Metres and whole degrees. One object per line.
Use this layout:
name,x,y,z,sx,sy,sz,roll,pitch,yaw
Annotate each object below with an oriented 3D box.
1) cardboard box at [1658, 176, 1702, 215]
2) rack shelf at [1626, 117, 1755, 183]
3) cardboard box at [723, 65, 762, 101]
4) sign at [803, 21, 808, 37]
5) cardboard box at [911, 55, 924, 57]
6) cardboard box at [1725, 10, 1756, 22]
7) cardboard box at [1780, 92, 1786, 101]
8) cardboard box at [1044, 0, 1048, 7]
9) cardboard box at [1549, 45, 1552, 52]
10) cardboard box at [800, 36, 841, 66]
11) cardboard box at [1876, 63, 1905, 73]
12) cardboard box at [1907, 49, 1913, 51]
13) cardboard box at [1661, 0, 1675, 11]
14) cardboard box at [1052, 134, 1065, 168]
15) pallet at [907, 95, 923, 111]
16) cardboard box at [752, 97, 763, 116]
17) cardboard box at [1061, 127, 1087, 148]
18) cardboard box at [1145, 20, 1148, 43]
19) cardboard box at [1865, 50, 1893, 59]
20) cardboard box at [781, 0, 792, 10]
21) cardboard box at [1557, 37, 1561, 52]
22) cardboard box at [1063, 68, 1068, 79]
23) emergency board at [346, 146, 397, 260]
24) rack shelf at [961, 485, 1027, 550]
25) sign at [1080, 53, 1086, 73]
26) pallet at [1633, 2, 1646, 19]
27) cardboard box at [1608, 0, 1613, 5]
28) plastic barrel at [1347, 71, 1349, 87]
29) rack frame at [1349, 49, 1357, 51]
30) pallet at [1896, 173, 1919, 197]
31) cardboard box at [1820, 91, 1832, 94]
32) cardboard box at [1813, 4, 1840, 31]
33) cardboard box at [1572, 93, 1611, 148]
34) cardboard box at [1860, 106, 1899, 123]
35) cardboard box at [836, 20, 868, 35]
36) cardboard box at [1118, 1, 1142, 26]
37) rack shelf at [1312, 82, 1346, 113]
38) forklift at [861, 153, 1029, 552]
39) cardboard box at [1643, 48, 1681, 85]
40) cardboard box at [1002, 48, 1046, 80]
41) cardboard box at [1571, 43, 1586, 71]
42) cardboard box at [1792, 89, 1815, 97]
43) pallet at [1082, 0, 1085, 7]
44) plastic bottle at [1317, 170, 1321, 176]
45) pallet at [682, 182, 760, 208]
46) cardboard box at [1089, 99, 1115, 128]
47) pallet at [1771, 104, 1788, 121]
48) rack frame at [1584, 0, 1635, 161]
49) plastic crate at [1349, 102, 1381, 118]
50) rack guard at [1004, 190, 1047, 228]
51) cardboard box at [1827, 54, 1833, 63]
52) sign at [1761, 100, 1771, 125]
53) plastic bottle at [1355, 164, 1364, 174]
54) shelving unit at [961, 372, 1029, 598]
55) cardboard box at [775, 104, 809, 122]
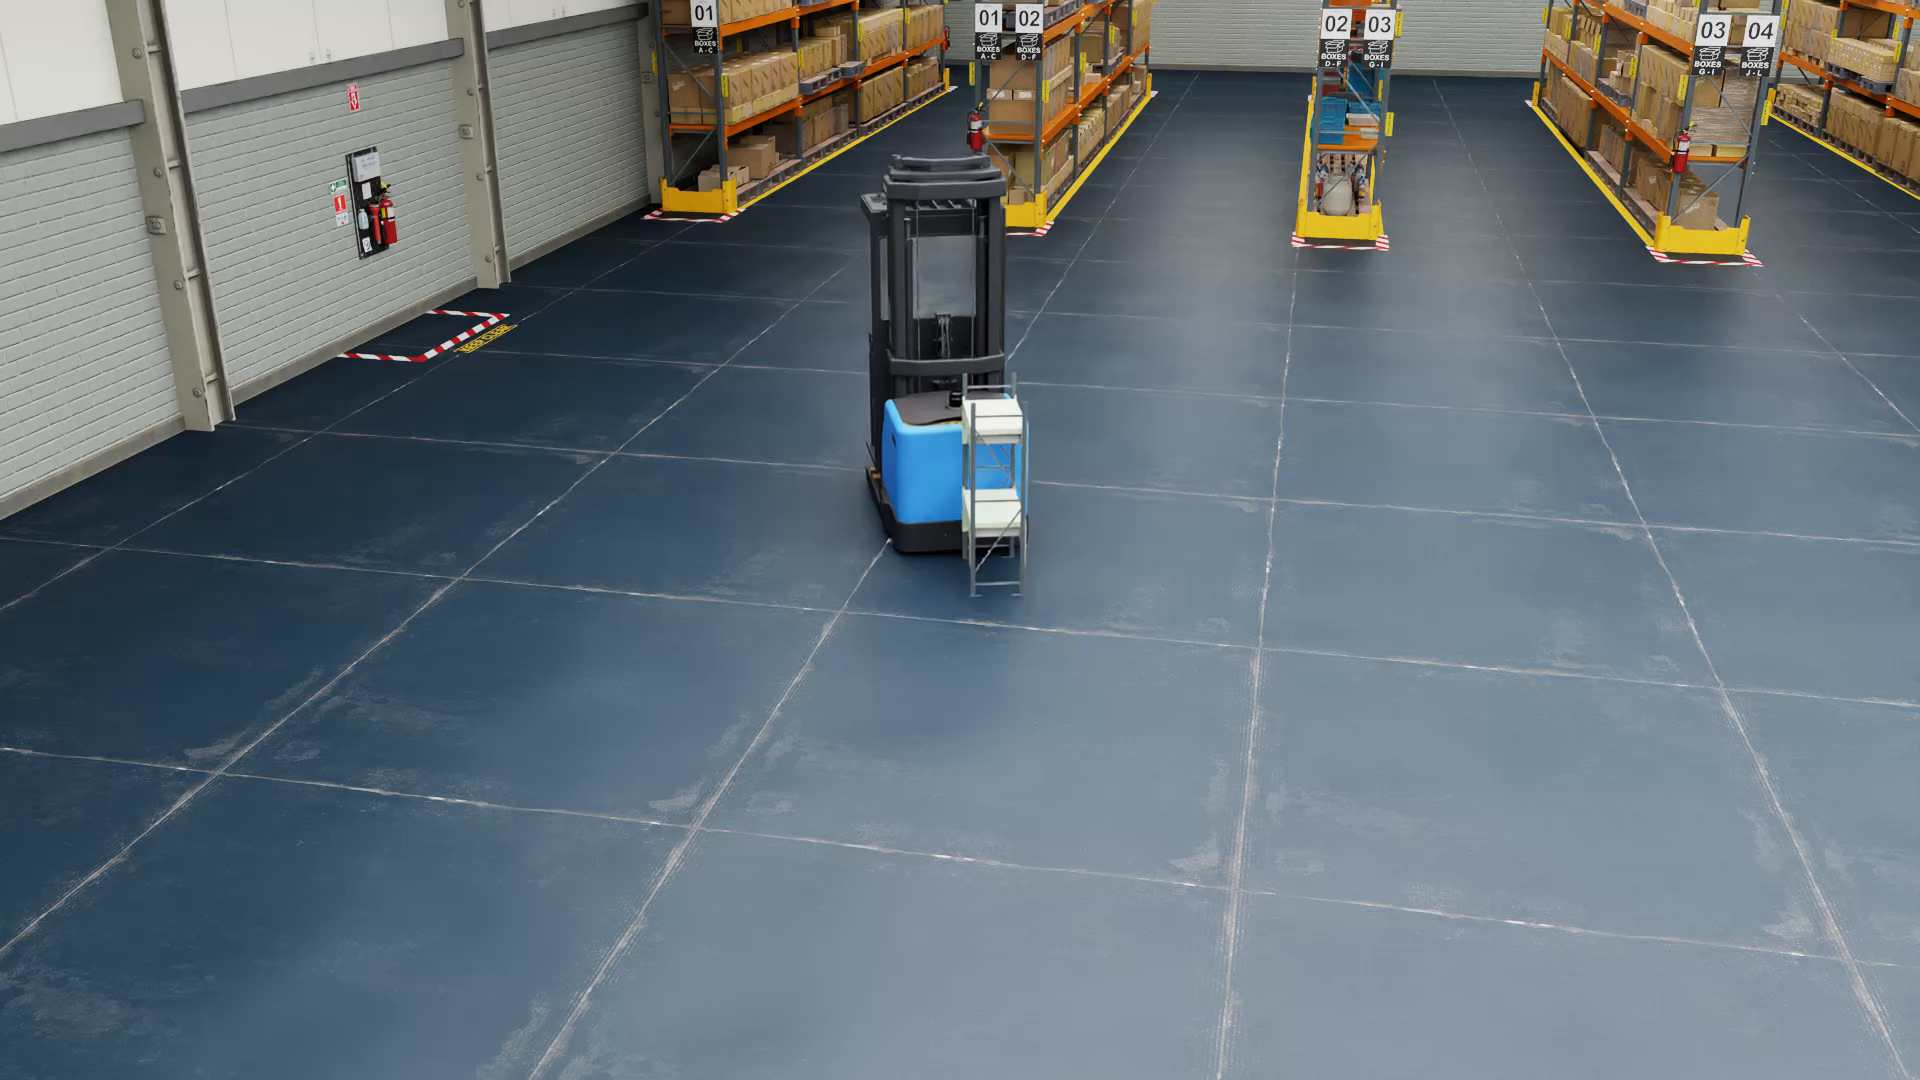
cardboard box,10.793,-5.161,24.938,0.500,0.500,0.500,7,23,16
rack shelf,10.823,-5.848,24.822,1.077,0.370,4.000,4,22,11
cardboard box,-3.519,-7.391,26.860,0.500,0.500,0.500,4,22,9
sign,-3.044,-10.087,32.834,0.100,0.325,0.005,4,22,11
cardboard box,-1.083,-11.568,39.977,0.380,0.149,0.250,5,22,11
cardboard box,10.776,-7.229,22.940,0.380,0.149,0.250,4,22,10
cardboard box,18.045,-9.629,36.103,0.380,0.149,0.250,4,22,11
cardboard box,1.130,-8.158,25.167,0.380,0.149,0.250,4,22,11
cardboard box,13.076,-10.705,36.254,0.380,0.149,0.250,4,22,10
cardboard box,-2.674,-9.380,31.906,0.700,0.500,0.500,2,22,6
cardboard box,16.537,-8.393,29.553,0.380,0.149,0.250,5,22,12
cardboard box,17.381,-8.853,30.298,0.380,0.149,0.250,6,23,13
cardboard box,10.652,-7.941,24.707,0.380,0.149,0.250,4,22,10
cardboard box,1.441,-6.385,27.308,0.500,0.500,0.500,4,22,11
pallet,-1.452,-9.950,37.778,1.003,0.211,1.213,4,22,11
cardboard box,-3.520,-7.054,27.027,0.500,0.250,0.500,4,22,10
cardboard box,1.969,-7.164,29.494,0.500,0.311,0.500,4,22,10
cardboard box,4.055,-11.730,38.330,0.500,0.500,0.500,5,22,11
cardboard box,16.691,-8.815,30.203,0.380,0.149,0.250,5,22,13
cardboard box,-3.178,-9.288,28.226,0.500,0.500,0.500,5,22,12
cardboard box,12.904,-10.465,35.125,0.500,0.250,0.500,5,22,12
cardboard box,1.585,-7.715,27.492,0.380,0.149,0.250,4,22,9
emergency board,-6.602,-3.810,18.798,0.194,1.169,0.643,4,22,11
rack shelf,0.248,-0.112,12.497,0.431,0.370,0.720,-2,22,-4
sign,2.078,-8.066,28.102,0.100,0.325,0.005,4,22,11
pallet,11.461,-8.435,26.519,1.213,0.211,1.003,4,22,11
cardboard box,11.702,-9.545,29.225,0.500,0.250,0.500,5,22,12
plastic barrel,6.792,-7.687,28.243,0.433,0.535,0.433,0,22,0
rack frame,8.015,-10.216,34.706,1.000,3.000,0.127,4,22,11
pallet,16.396,-5.940,27.820,1.003,0.211,1.213,4,22,11
cardboard box,18.341,-9.350,35.012,0.380,0.149,0.250,4,22,9
cardboard box,17.748,-10.640,33.887,0.500,0.500,0.500,5,22,12
cardboard box,12.208,-7.836,31.077,1.225,0.875,0.875,3,22,8
cardboard box,16.857,-7.800,30.485,0.500,0.250,0.500,5,22,12
cardboard box,-2.149,-10.207,33.120,0.500,0.250,0.500,5,22,12
cardboard box,3.748,-11.633,36.751,0.500,0.500,0.500,4,22,9
rack shelf,6.790,-7.688,29.392,1.077,0.370,4.000,4,22,11
forklift,-0.217,-1.780,13.851,1.130,2.935,3.031,-4,22,-9
cardboard box,10.790,-7.233,25.428,0.500,0.500,0.500,4,22,11
cardboard box,0.938,-7.237,25.437,0.700,0.500,0.500,4,22,10
cardboard box,12.423,-9.552,32.922,0.500,0.500,0.500,4,22,11
cardboard box,17.924,-9.479,35.333,0.380,0.149,0.250,5,23,13
pallet,1.701,-9.296,28.661,0.805,0.209,1.217,4,22,9
plastic bottle,5.779,-5.840,26.902,0.097,0.271,0.097,0,22,0
pallet,-3.917,-5.612,27.005,1.003,0.211,1.213,4,22,11
cardboard box,2.824,-8.514,33.235,0.500,0.500,0.500,4,22,9
pallet,18.299,-9.271,36.091,1.003,0.211,1.213,4,22,11
rack frame,12.047,-8.376,30.136,1.000,3.000,0.127,4,22,11
plastic crate,6.422,-6.796,26.412,0.499,0.251,0.616,4,22,11
rack guard,0.713,-5.038,25.195,1.175,0.500,0.348,4,22,11
cardboard box,17.168,-9.393,32.435,0.380,0.149,0.250,3,22,8
sign,10.946,-5.810,22.607,0.100,0.325,0.005,4,22,11
plastic bottle,6.494,-5.938,27.040,0.144,0.351,0.185,3,22,8
shelving unit,0.248,-0.415,12.375,0.431,1.500,0.755,-2,22,-4
cardboard box,-3.096,-7.870,30.633,0.500,0.250,0.500,4,22,10
